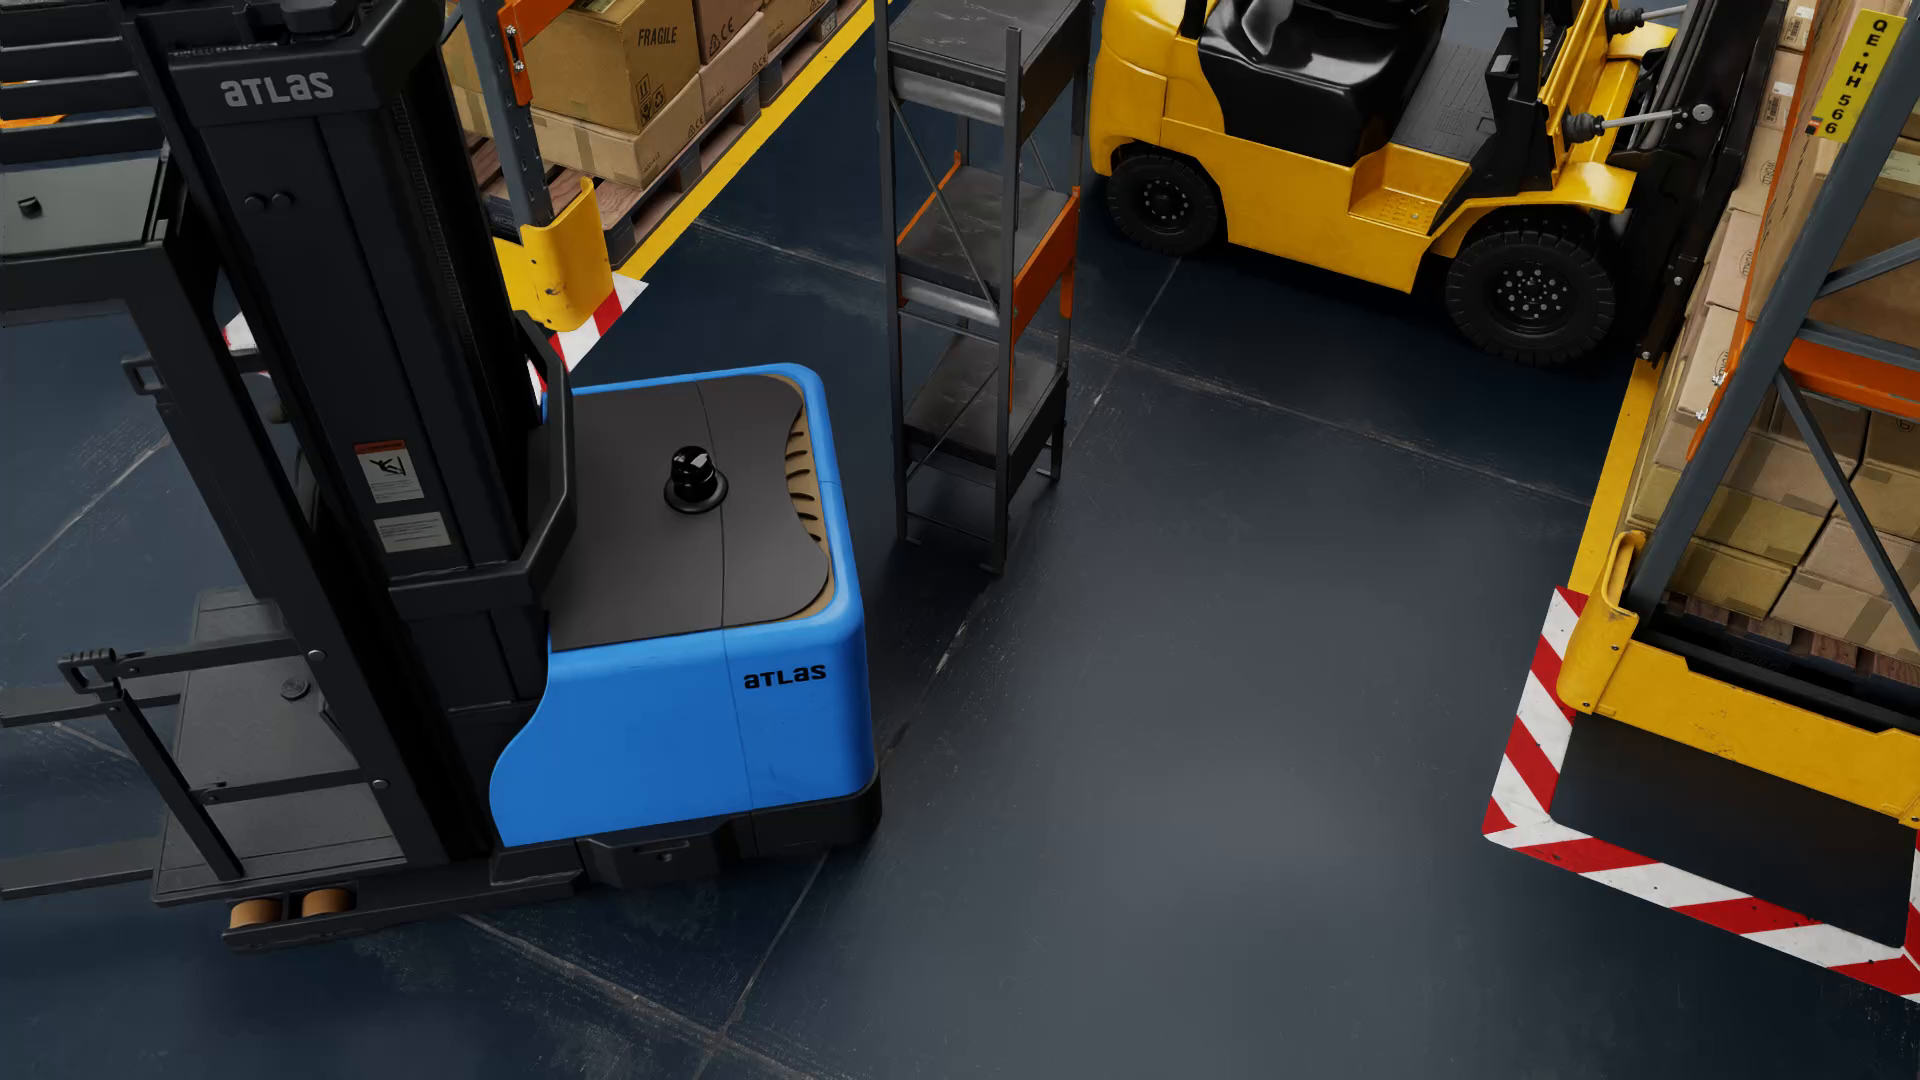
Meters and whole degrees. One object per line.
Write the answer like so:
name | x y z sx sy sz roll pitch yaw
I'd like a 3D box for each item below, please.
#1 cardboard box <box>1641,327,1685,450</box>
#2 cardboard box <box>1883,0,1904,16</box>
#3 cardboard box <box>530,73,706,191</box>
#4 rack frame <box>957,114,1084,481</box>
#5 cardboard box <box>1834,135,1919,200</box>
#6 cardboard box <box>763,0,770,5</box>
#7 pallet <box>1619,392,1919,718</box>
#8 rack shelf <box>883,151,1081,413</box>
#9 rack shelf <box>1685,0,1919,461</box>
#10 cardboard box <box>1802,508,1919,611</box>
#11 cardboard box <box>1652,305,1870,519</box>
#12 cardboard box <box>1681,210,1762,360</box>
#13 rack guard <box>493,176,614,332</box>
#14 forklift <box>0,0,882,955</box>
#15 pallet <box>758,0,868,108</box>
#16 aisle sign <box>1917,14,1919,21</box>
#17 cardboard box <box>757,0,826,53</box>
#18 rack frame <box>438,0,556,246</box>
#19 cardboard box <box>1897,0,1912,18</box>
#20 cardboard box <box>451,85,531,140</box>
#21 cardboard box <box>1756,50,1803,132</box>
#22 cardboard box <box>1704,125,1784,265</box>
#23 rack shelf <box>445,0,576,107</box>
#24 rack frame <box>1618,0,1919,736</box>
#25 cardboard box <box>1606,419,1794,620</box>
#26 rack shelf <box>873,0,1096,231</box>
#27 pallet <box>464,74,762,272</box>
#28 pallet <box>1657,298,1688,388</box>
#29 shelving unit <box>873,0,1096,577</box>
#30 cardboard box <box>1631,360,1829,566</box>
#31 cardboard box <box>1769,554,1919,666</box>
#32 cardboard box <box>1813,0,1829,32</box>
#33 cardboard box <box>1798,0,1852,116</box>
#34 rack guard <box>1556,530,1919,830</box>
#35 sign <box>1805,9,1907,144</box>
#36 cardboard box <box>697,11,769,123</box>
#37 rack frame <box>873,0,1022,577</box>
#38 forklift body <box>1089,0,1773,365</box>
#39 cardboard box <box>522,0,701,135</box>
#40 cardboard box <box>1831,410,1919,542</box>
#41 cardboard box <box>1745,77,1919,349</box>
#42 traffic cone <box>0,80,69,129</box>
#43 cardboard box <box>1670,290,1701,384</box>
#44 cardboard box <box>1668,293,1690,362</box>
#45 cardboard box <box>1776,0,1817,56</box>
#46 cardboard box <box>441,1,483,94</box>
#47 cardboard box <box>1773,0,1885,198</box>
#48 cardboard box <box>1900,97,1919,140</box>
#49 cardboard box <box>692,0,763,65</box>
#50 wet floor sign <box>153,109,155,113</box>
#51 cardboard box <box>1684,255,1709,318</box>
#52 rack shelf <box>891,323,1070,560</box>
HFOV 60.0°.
cardboard box | 2.640 -0.414 5.663 0.500 0.250 0.500 20 52 16
cardboard box | 2.631 -1.427 4.307 0.380 0.149 0.250 21 53 17
cardboard box | -1.391 -1.726 6.779 0.500 0.250 0.500 19 52 16
rack frame | 0.175 -0.962 5.190 0.400 2.100 0.015 20 52 16
cardboard box | 2.399 -0.976 4.119 0.380 0.149 0.250 21 53 17
cardboard box | -0.940 -2.690 7.107 0.500 0.500 0.500 21 53 17
pallet | 2.793 -0.040 5.645 1.003 0.211 1.213 20 52 16
rack shelf | 0.071 -0.786 5.058 0.431 0.518 0.480 20 52 16
rack shelf | 3.358 -1.547 5.570 1.077 0.370 4.000 20 52 16
cardboard box | 2.893 -0.067 5.039 0.500 0.250 0.500 21 53 17
cardboard box | 2.419 -0.391 4.986 0.500 0.250 0.500 21 53 17
cardboard box | 2.631 -0.745 5.287 0.500 0.250 0.500 21 53 17
rack guard | -1.953 -1.258 6.492 1.175 0.500 0.348 20 52 16
forklift | -1.799 -0.217 4.010 3.031 2.935 1.130 -8 50 -7
pallet | -1.052 -2.550 7.781 1.003 0.211 1.213 20 52 16
aisle sign | 2.210 -1.296 3.176 0.394 0.787 0.004 20 52 16
cardboard box | -0.944 -2.455 7.399 0.500 0.250 0.500 23 53 18
rack frame | -1.986 -2.016 5.496 1.000 3.000 0.127 20 52 16
cardboard box | 2.544 -1.238 4.147 0.380 0.149 0.250 20 52 16
cardboard box | -1.873 -1.922 6.945 0.500 0.250 0.500 20 52 16
cardboard box | 3.061 -1.442 5.880 0.500 0.250 0.500 19 52 15
cardboard box | 2.838 -1.095 5.586 0.500 0.250 0.500 20 53 17
rack shelf | -1.131 -3.160 6.942 1.077 0.370 4.000 20 52 16
rack frame | 2.504 -0.403 4.124 1.000 3.000 0.127 20 52 16
cardboard box | 2.419 -0.075 5.374 0.500 0.250 0.500 20 53 16
rack shelf | 0.071 -1.239 4.525 0.431 0.518 0.480 20 52 16
pallet | -1.574 -1.712 7.069 1.003 0.211 1.213 20 52 16
pallet | 3.315 -0.877 6.358 1.003 0.211 1.213 20 52 16
shelving unit | 0.071 -0.794 5.047 0.431 2.100 0.503 20 52 16
cardboard box | 2.429 -0.247 5.192 0.500 0.250 0.500 19 52 16
cardboard box | 2.890 0.077 5.245 0.500 0.250 0.500 20 52 16
cardboard box | 3.130 -1.917 5.346 0.500 0.500 0.500 20 53 16
cardboard box | 2.925 -1.567 5.048 0.500 0.500 0.500 19 52 15
rack guard | 2.494 0.423 5.062 1.175 0.500 0.348 20 52 16
sign | 2.019 -1.042 3.751 0.100 0.325 0.005 20 52 16
cardboard box | -1.166 -2.075 7.076 0.500 0.250 0.500 22 53 17
rack frame | -0.034 -0.626 4.904 0.400 2.100 0.015 20 52 16
forklift body | 1.664 -2.028 6.063 2.313 2.155 1.214 20 52 16
cardboard box | -1.381 -1.986 6.508 0.500 0.500 0.500 18 52 15
cardboard box | 2.880 -0.242 4.859 0.500 0.250 0.500 19 52 16
cardboard box | 2.477 -0.860 4.447 0.500 0.500 0.500 19 52 15
traffic cone | -4.117 -2.037 7.179 0.336 0.463 0.334 20 52 16
cardboard box | 2.653 -0.589 5.483 0.500 0.250 0.500 19 52 16
cardboard box | 2.862 -0.756 5.953 0.500 0.250 0.500 20 53 16
cardboard box | 3.293 -1.801 6.186 0.500 0.250 0.500 21 53 17
cardboard box | -1.879 -2.140 6.639 0.500 0.500 0.500 20 53 16
cardboard box | 2.707 -1.214 4.748 0.500 0.500 0.500 21 53 17
cardboard box | 2.466 -1.058 3.994 0.380 0.149 0.250 20 52 16
cardboard box | -1.162 -2.347 6.815 0.500 0.500 0.500 18 52 15
wet floor sign | -3.034 -1.470 6.577 0.232 0.644 0.267 -37 59 -27
cardboard box | 2.855 -0.952 5.792 0.500 0.250 0.500 19 52 15
rack shelf | 0.071 -0.332 5.591 0.431 0.518 0.480 20 52 16
